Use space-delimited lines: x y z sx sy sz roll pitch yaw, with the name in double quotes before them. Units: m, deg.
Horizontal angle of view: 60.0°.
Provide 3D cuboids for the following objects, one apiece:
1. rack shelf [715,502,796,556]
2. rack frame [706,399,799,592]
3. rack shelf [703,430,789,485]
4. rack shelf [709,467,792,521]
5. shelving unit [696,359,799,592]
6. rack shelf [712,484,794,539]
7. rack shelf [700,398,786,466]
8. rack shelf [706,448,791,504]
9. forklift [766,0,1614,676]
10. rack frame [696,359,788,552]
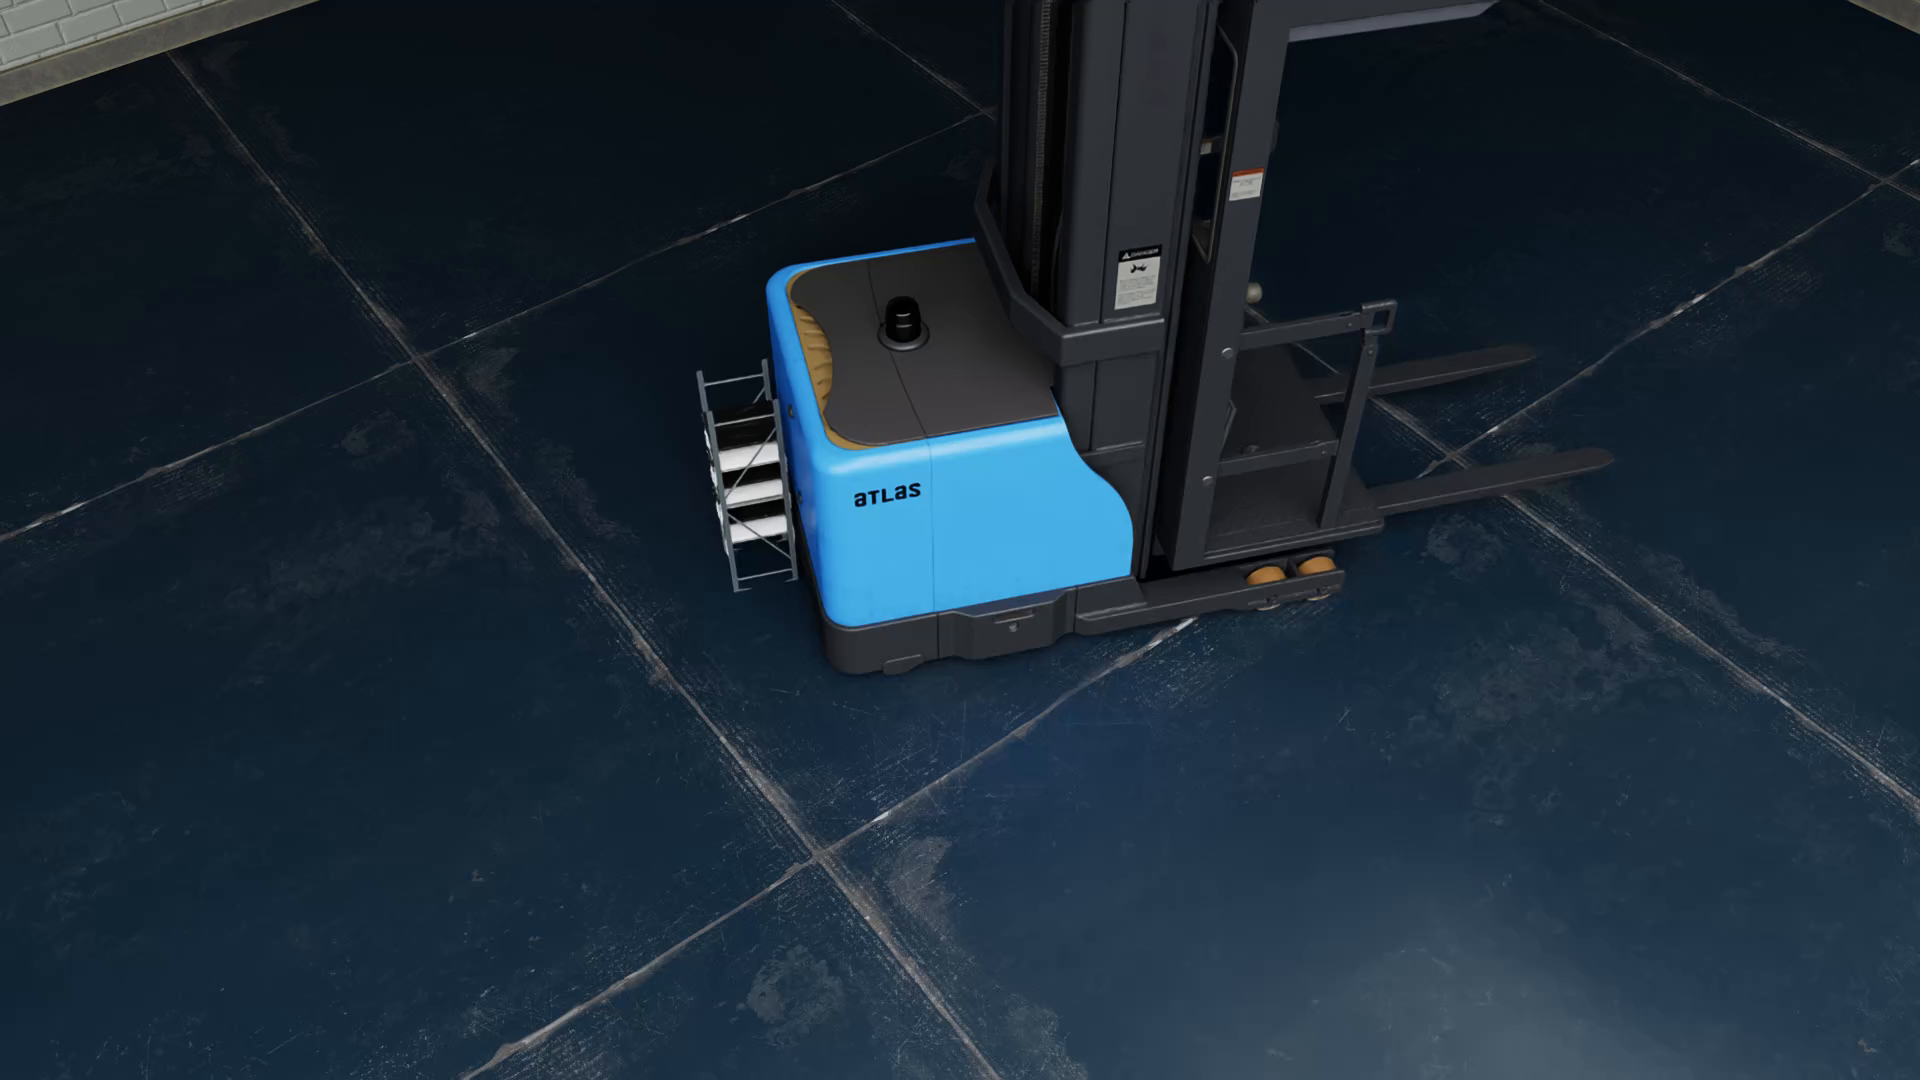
"rack shelf" -0.737 -0.065 5.990 0.258 0.077 0.200 -11 49 -10
"rack frame" -0.710 -0.136 5.766 0.240 0.900 0.006 -11 49 -10
"rack shelf" -0.737 -0.307 5.723 0.258 0.077 0.200 -11 49 -10
"rack shelf" -0.737 -0.186 5.856 0.258 0.077 0.200 -11 49 -10
"shelving unit" -0.737 -0.208 5.832 0.258 0.900 0.210 -11 49 -10
"rack shelf" -0.737 -0.126 5.923 0.258 0.077 0.200 -11 49 -10
"rack shelf" -0.737 -0.367 5.656 0.258 0.077 0.200 -11 49 -10
"rack shelf" -0.737 -0.247 5.790 0.258 0.077 0.200 -11 49 -10
"forklift" 0.901 -1.103 5.271 3.031 2.935 1.130 -10 49 -9
"rack frame" -0.763 -0.281 5.897 0.240 0.900 0.006 -11 49 -10
